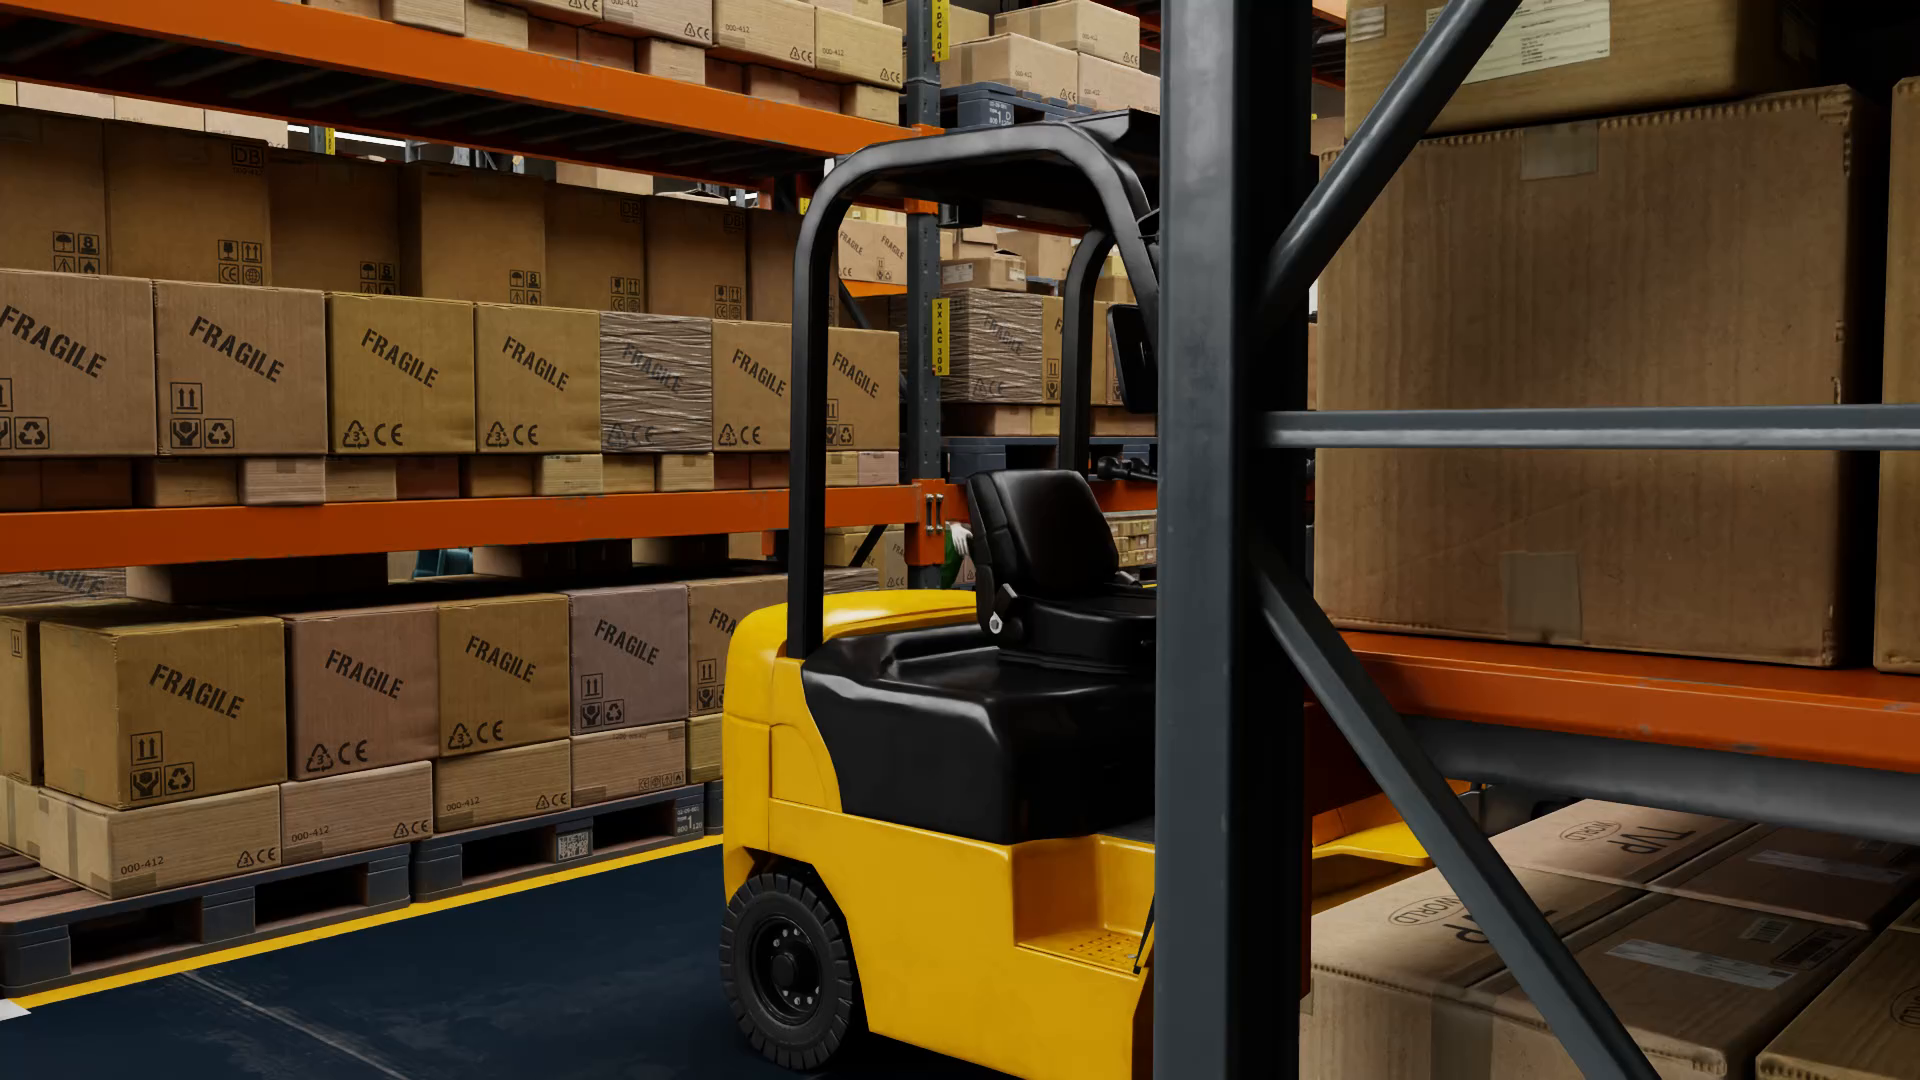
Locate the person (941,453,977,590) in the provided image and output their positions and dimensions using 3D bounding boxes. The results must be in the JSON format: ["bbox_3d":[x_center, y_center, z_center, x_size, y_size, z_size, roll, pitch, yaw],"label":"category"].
[{"bbox_3d":[0.061,-0.054,11.119,0.842,1.772,0.648,3,5,40],"label":"person"}]
